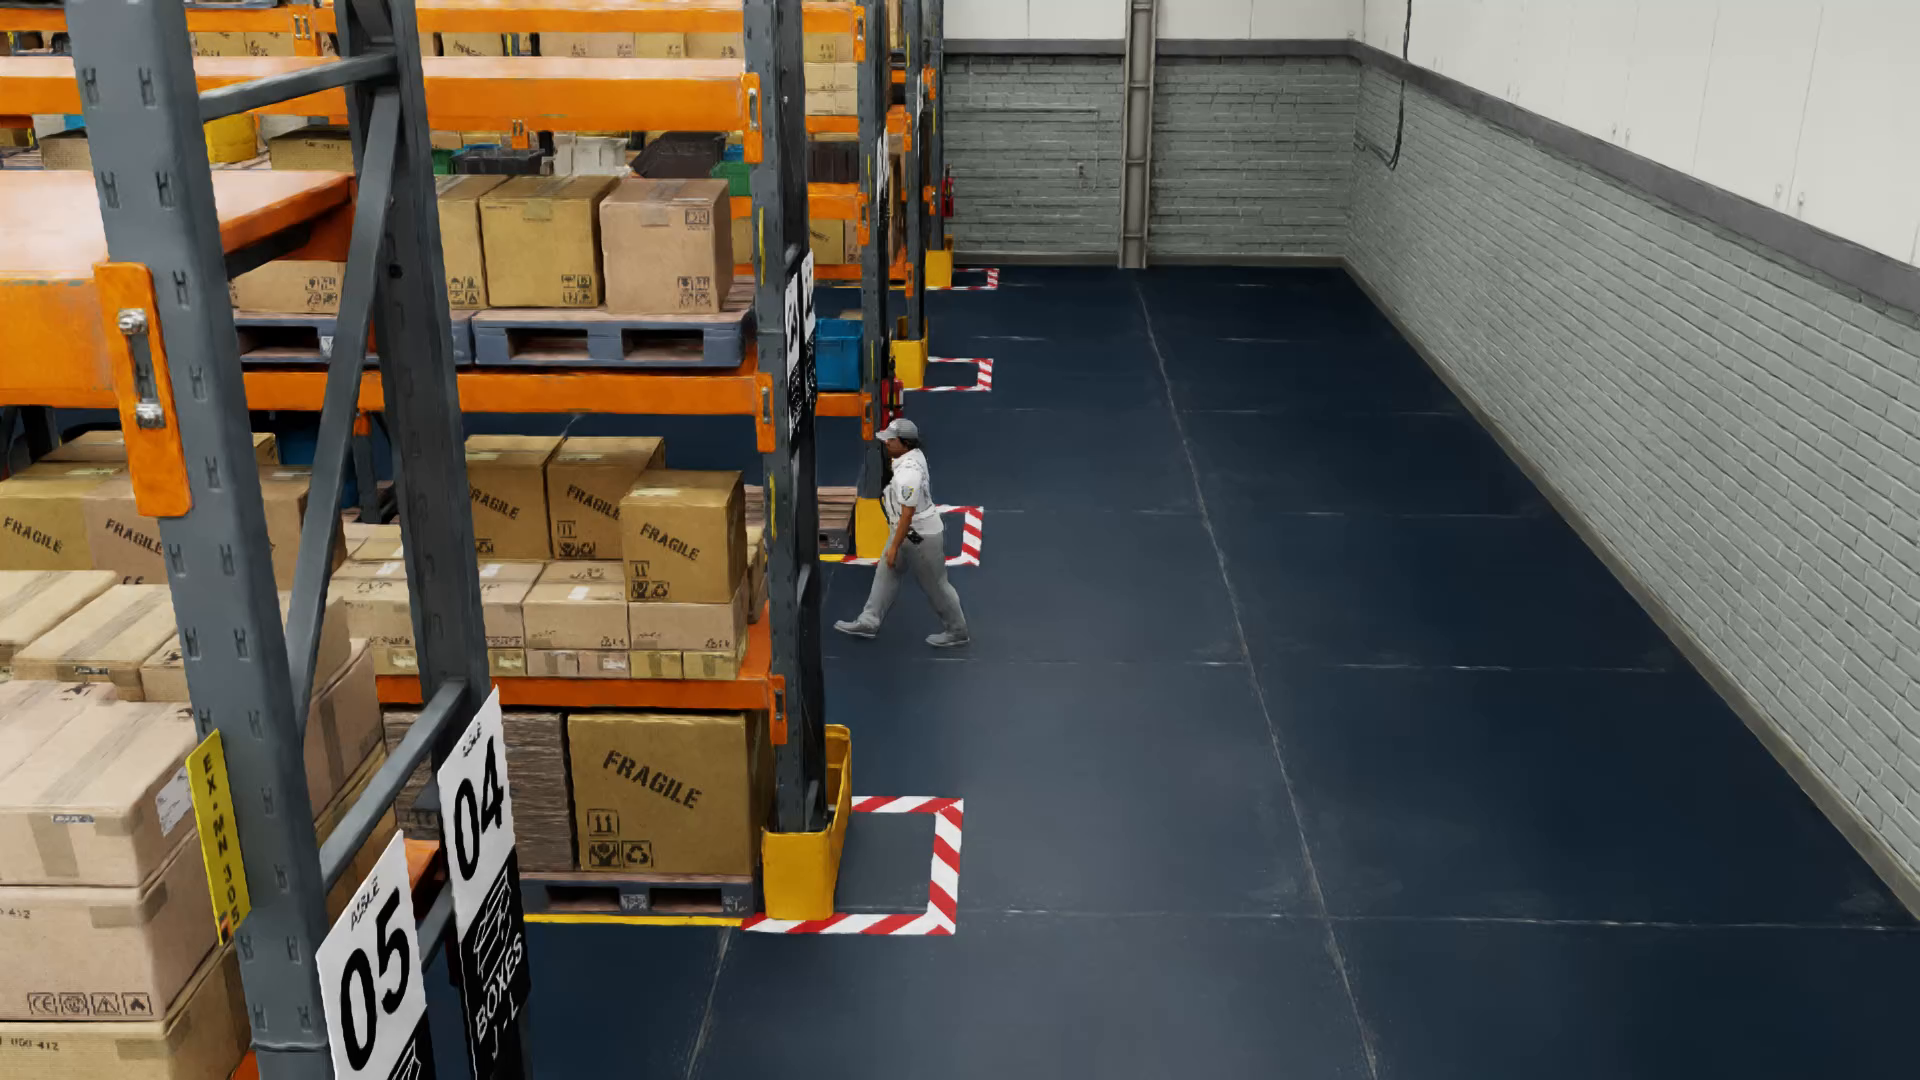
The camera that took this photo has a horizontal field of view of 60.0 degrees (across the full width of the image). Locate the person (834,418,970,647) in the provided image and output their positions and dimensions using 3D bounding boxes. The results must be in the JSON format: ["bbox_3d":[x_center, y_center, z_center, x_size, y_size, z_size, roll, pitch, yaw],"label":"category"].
[{"bbox_3d":[-0.396,-0.036,11.173,0.928,1.606,0.497,-2,21,-6],"label":"person"}]
